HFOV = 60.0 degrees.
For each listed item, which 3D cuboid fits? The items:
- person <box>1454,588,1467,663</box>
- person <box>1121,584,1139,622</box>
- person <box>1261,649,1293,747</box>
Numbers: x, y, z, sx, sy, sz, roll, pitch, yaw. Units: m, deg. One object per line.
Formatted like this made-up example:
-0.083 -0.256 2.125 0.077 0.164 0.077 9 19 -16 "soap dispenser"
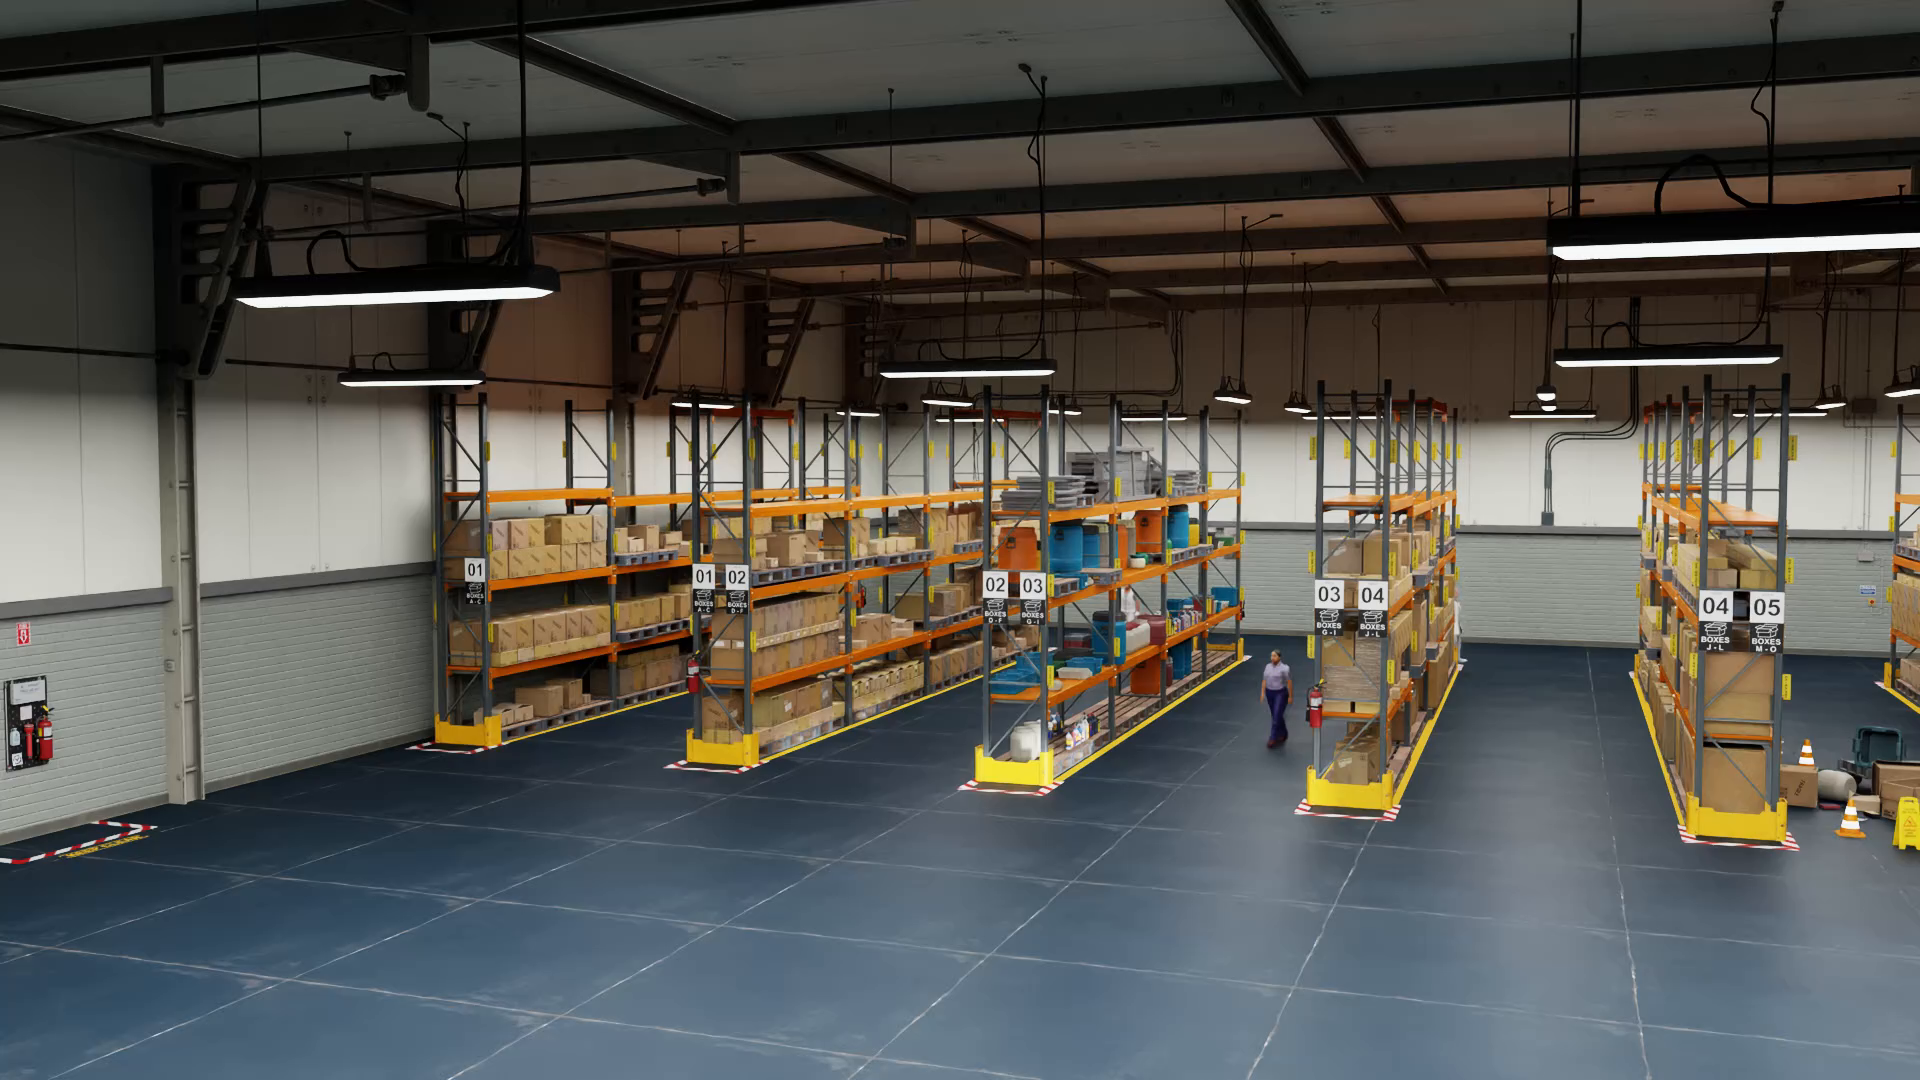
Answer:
11.616 2.015 39.379 0.713 1.767 0.646 2 4 37 "person"
4.244 1.854 42.466 0.601 1.725 1.067 1 3 22 "person"
5.358 2.666 28.329 0.885 1.610 0.531 -3 4 -41 "person"
